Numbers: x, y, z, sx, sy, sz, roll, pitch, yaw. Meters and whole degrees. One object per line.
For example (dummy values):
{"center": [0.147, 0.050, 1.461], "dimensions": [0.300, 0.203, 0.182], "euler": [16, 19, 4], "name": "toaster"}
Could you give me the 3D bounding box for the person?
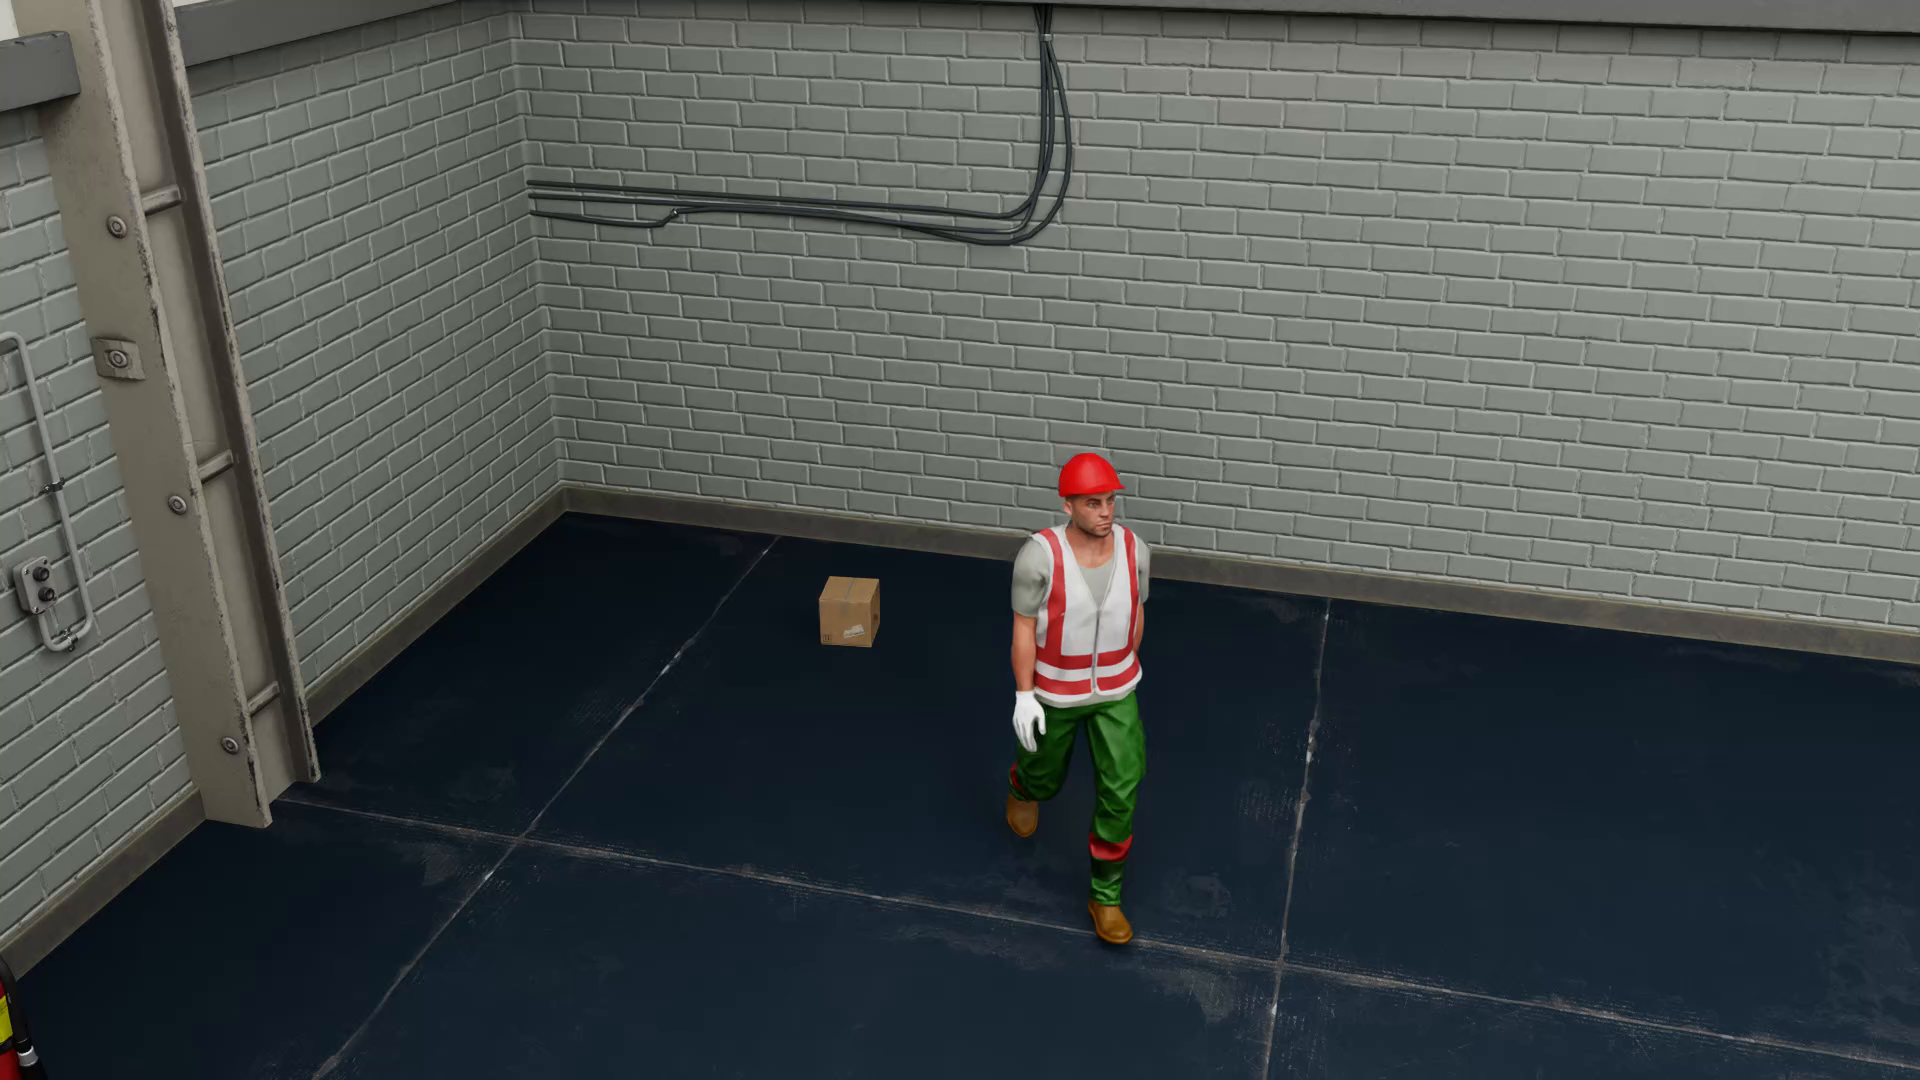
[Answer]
{"center": [0.420, 0.507, 5.975], "dimensions": [0.537, 1.756, 0.918], "euler": [-5, 26, -11], "name": "person"}
